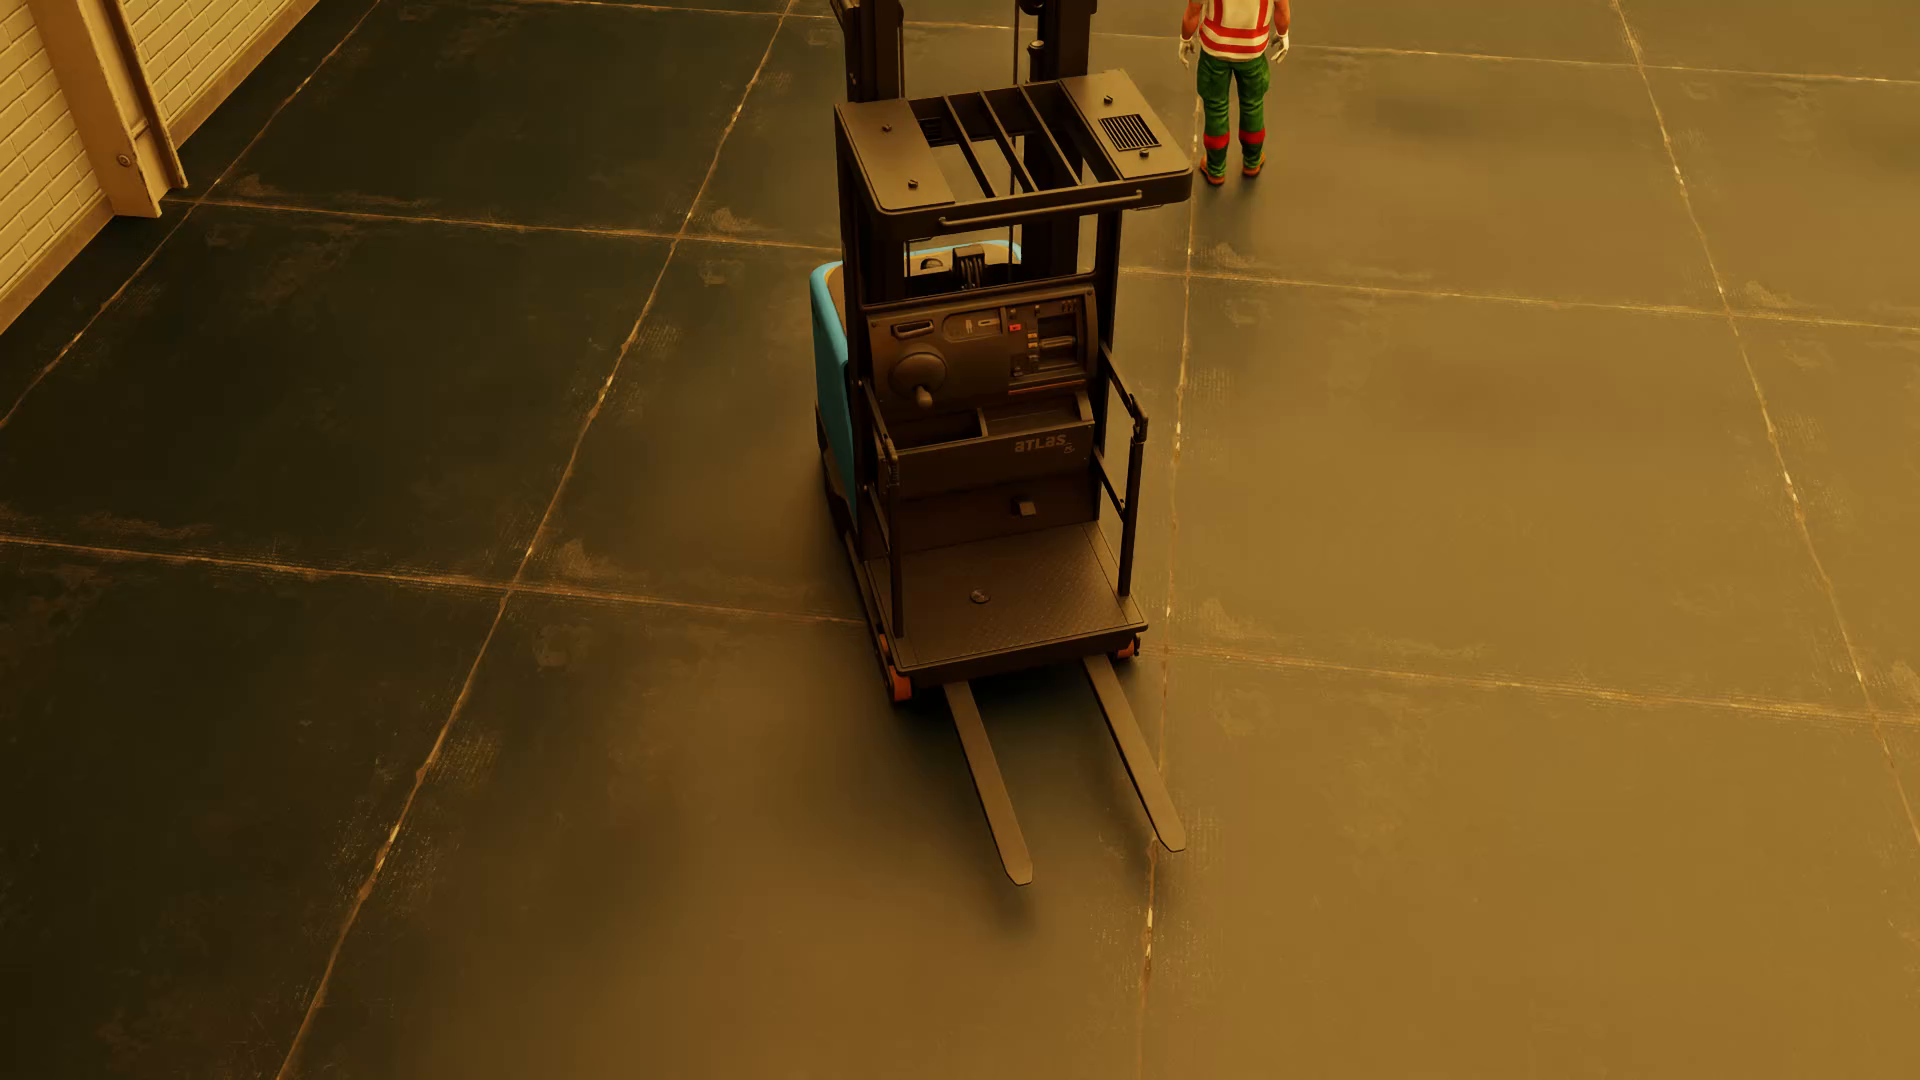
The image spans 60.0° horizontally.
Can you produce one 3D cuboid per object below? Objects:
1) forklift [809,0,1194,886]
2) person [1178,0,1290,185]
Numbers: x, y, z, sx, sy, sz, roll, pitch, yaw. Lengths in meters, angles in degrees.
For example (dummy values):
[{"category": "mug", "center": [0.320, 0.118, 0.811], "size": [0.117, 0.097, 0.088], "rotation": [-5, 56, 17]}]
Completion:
[{"category": "forklift", "center": [0.153, -0.681, 6.465], "size": [1.130, 2.935, 3.031], "rotation": [-10, 44, -11]}, {"category": "person", "center": [1.604, -2.936, 9.753], "size": [0.638, 1.787, 0.564], "rotation": [2, 43, 2]}]
